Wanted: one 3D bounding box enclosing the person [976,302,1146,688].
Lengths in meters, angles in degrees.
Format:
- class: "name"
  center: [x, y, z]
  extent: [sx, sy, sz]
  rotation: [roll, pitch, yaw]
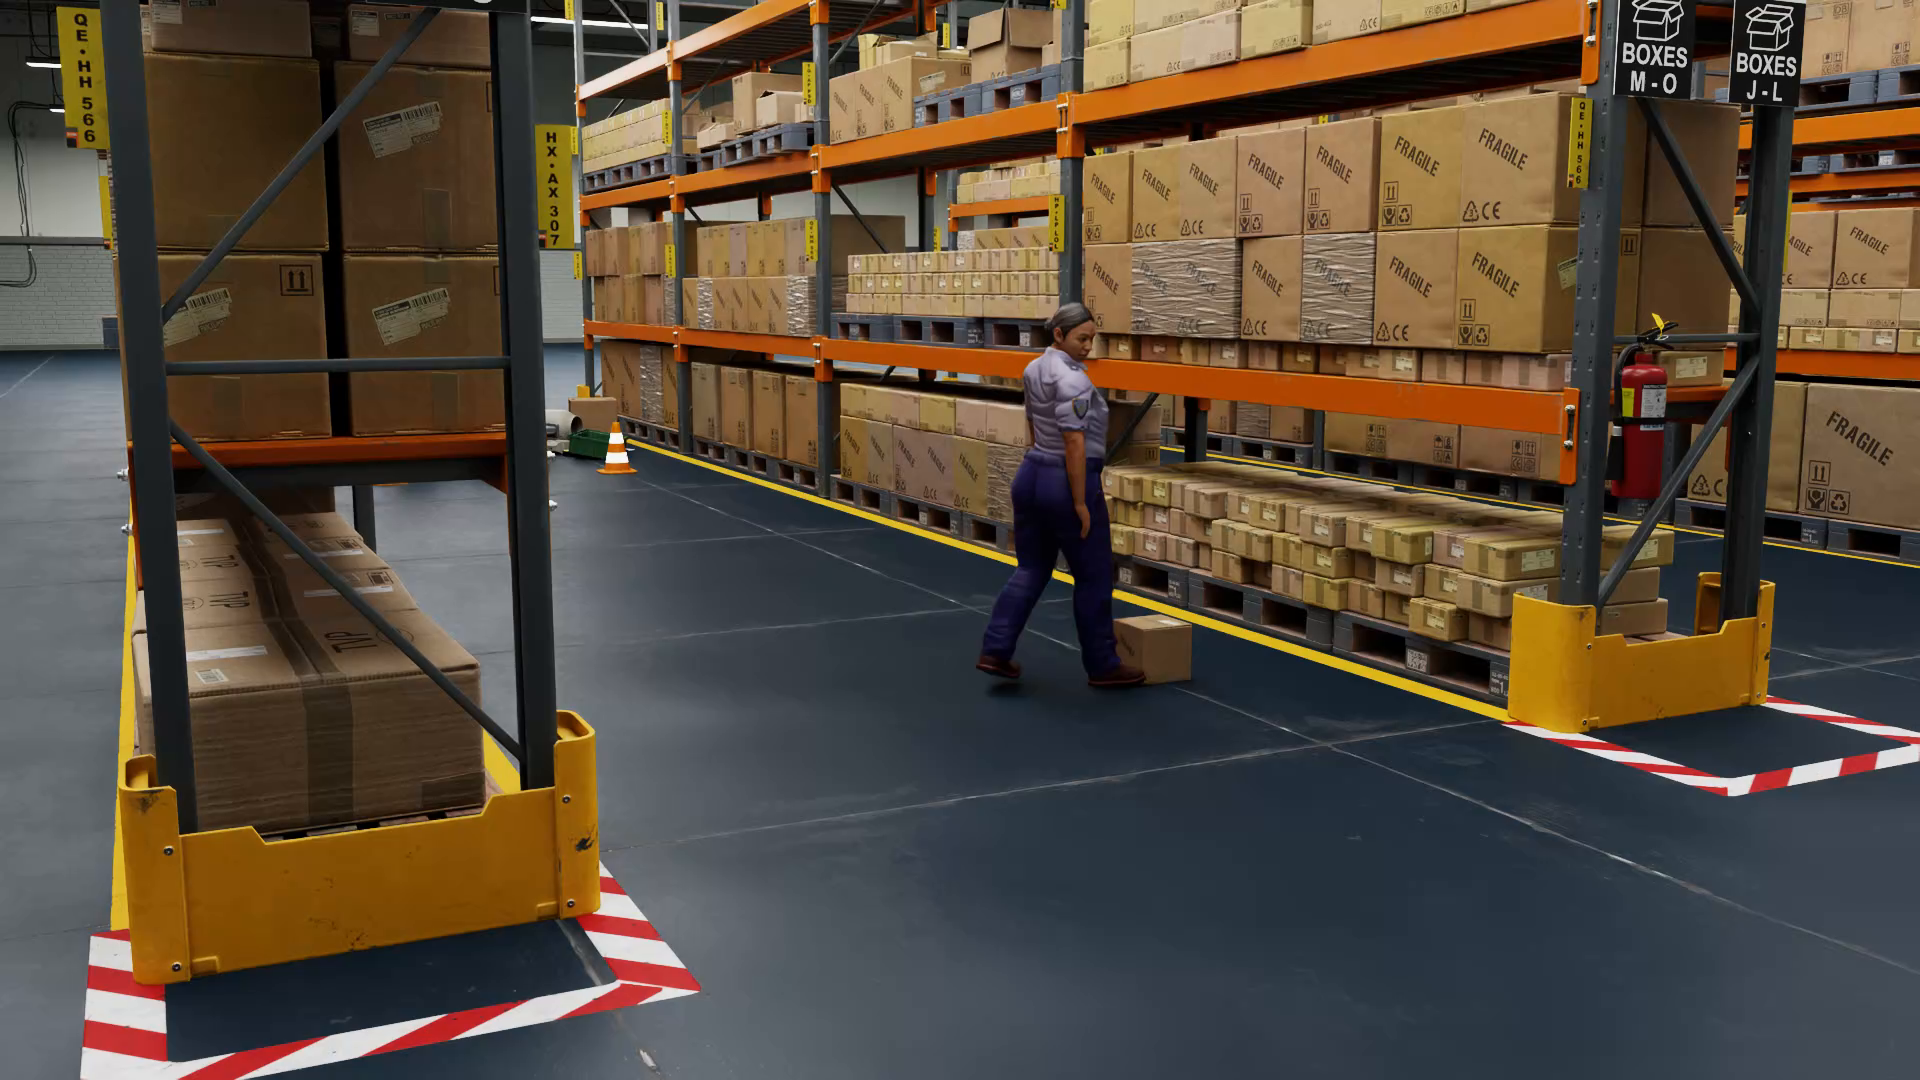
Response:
- class: "person"
  center: [0.442, -0.186, 7.041]
  extent: [0.739, 1.630, 0.509]
  rotation: [-5, 10, -31]
